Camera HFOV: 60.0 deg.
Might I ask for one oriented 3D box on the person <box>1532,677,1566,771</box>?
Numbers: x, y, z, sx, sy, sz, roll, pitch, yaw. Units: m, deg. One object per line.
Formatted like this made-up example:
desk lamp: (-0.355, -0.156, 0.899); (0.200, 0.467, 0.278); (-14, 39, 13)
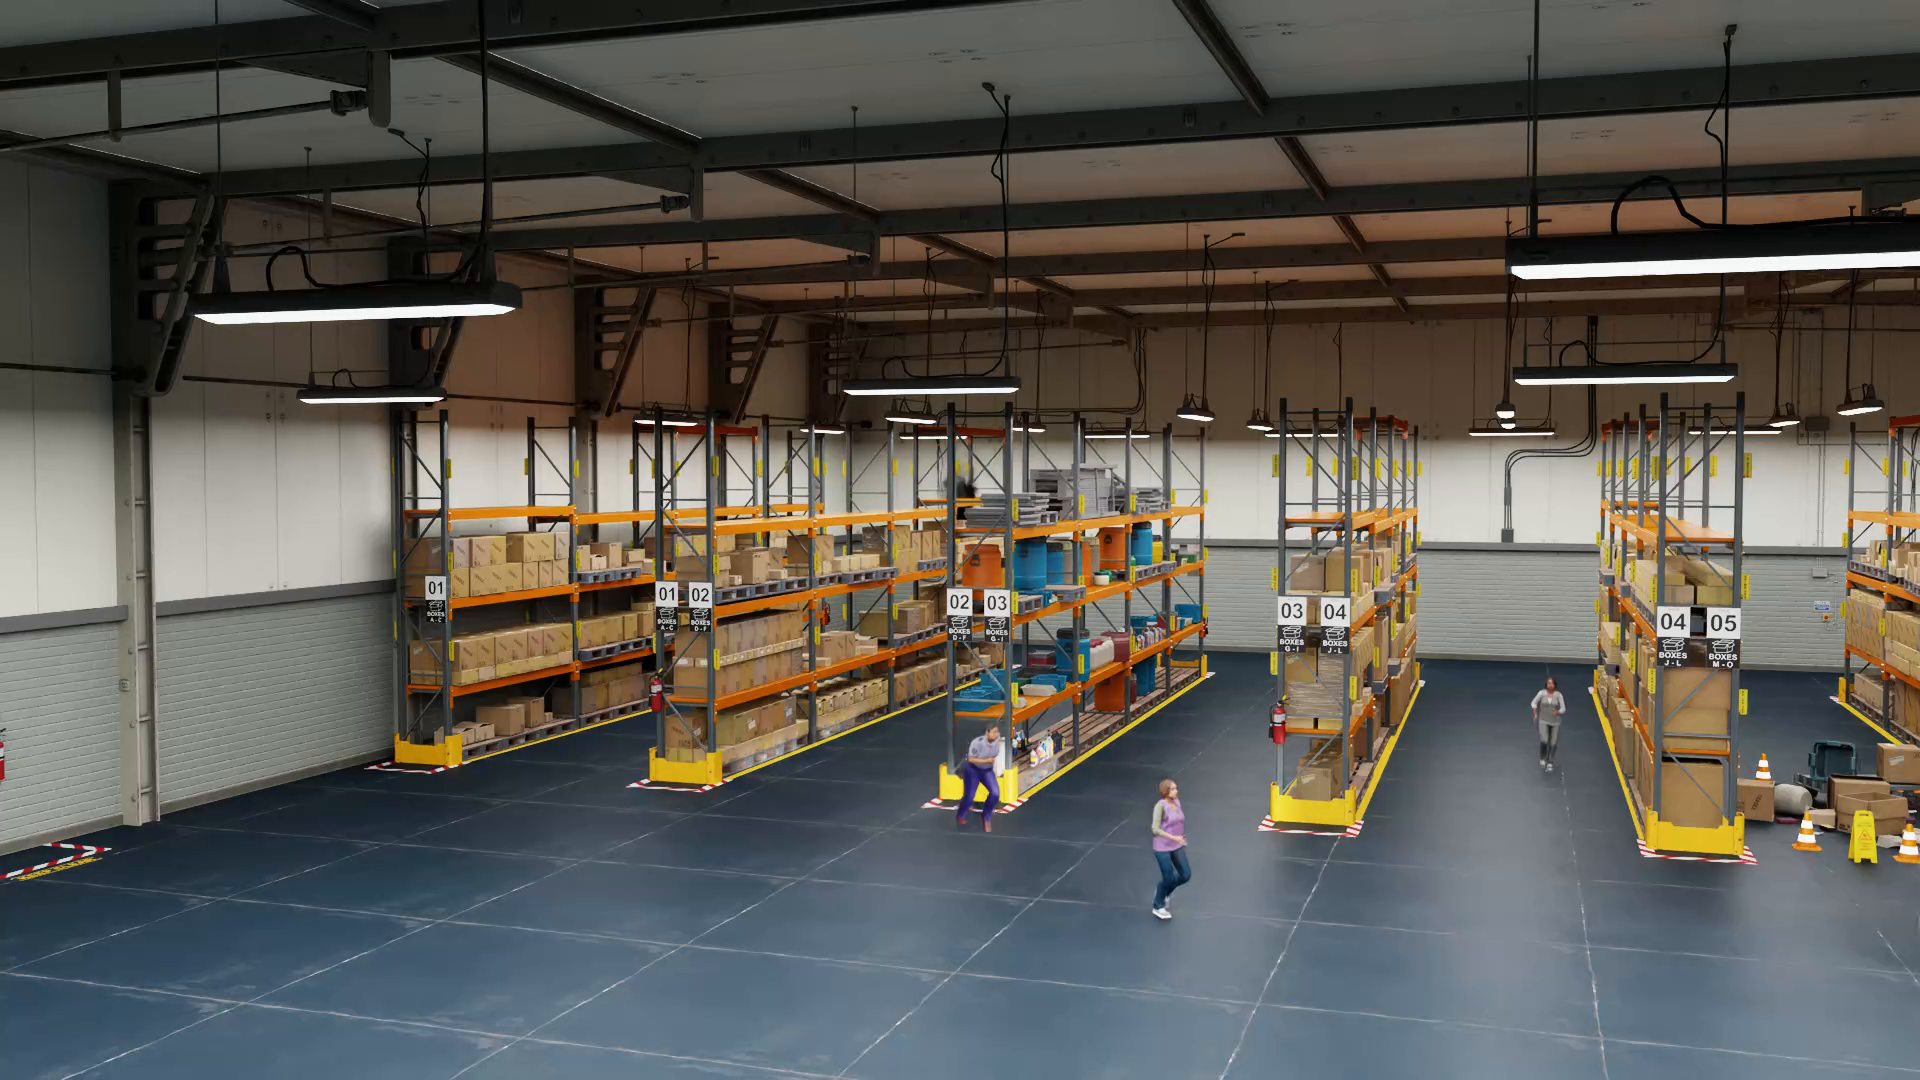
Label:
person: (9.670, 3.030, 27.309); (0.513, 1.565, 0.621); (1, 3, 15)

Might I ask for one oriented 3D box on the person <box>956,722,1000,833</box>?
person: (0.286, 3.273, 23.002); (0.639, 1.561, 0.955); (-2, 3, -35)

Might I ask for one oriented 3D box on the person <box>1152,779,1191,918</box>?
person: (2.358, 3.422, 18.437); (0.566, 1.559, 0.537); (-2, 3, -43)
